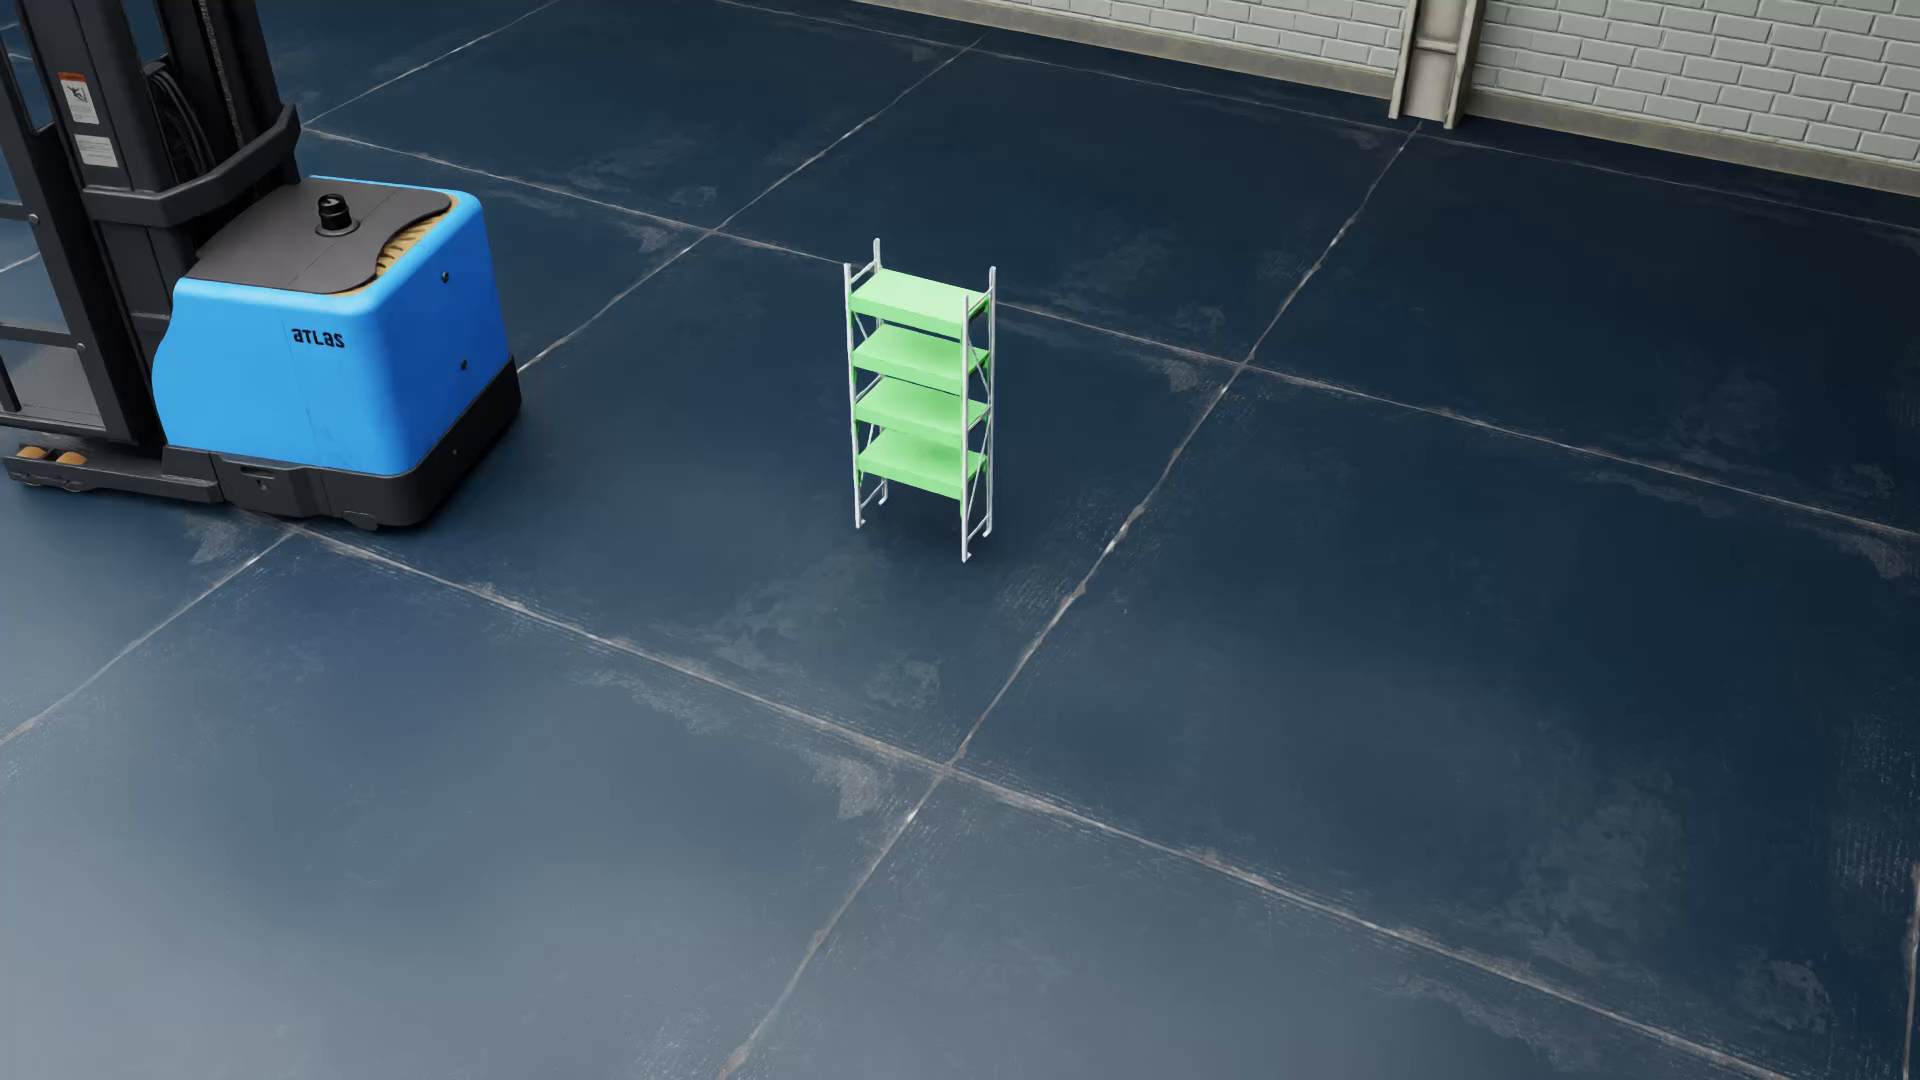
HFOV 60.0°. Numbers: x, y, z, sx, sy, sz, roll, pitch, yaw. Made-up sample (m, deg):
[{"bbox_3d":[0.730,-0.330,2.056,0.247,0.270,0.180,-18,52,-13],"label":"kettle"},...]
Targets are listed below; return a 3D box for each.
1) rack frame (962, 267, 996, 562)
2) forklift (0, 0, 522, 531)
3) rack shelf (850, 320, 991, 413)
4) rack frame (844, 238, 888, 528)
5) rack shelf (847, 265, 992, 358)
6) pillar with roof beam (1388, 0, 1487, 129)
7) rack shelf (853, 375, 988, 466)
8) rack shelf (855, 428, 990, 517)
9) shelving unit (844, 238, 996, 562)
[{"bbox_3d":[0.070,-0.456,6.358,0.015,1.200,0.240,17,41,21],"label":"rack frame"},{"bbox_3d":[-3.534,-1.671,6.527,3.031,2.935,1.130,8,38,11],"label":"forklift"},{"bbox_3d":[-0.147,-0.664,6.341,0.480,0.148,0.258,17,41,21],"label":"rack shelf"},{"bbox_3d":[-0.364,-0.592,6.537,0.015,1.200,0.240,17,41,21],"label":"rack frame"},{"bbox_3d":[-0.147,-0.855,6.196,0.480,0.148,0.258,17,41,21],"label":"rack shelf"},{"bbox_3d":[0.879,-3.880,4.418,0.400,9.000,9.100,17,41,21],"label":"pillar with roof beam"},{"bbox_3d":[-0.147,-0.473,6.486,0.480,0.148,0.258,17,41,21],"label":"rack shelf"},{"bbox_3d":[-0.147,-0.282,6.632,0.480,0.148,0.258,17,41,21],"label":"rack shelf"},{"bbox_3d":[-0.147,-0.524,6.448,0.503,1.200,0.258,17,41,21],"label":"shelving unit"}]
